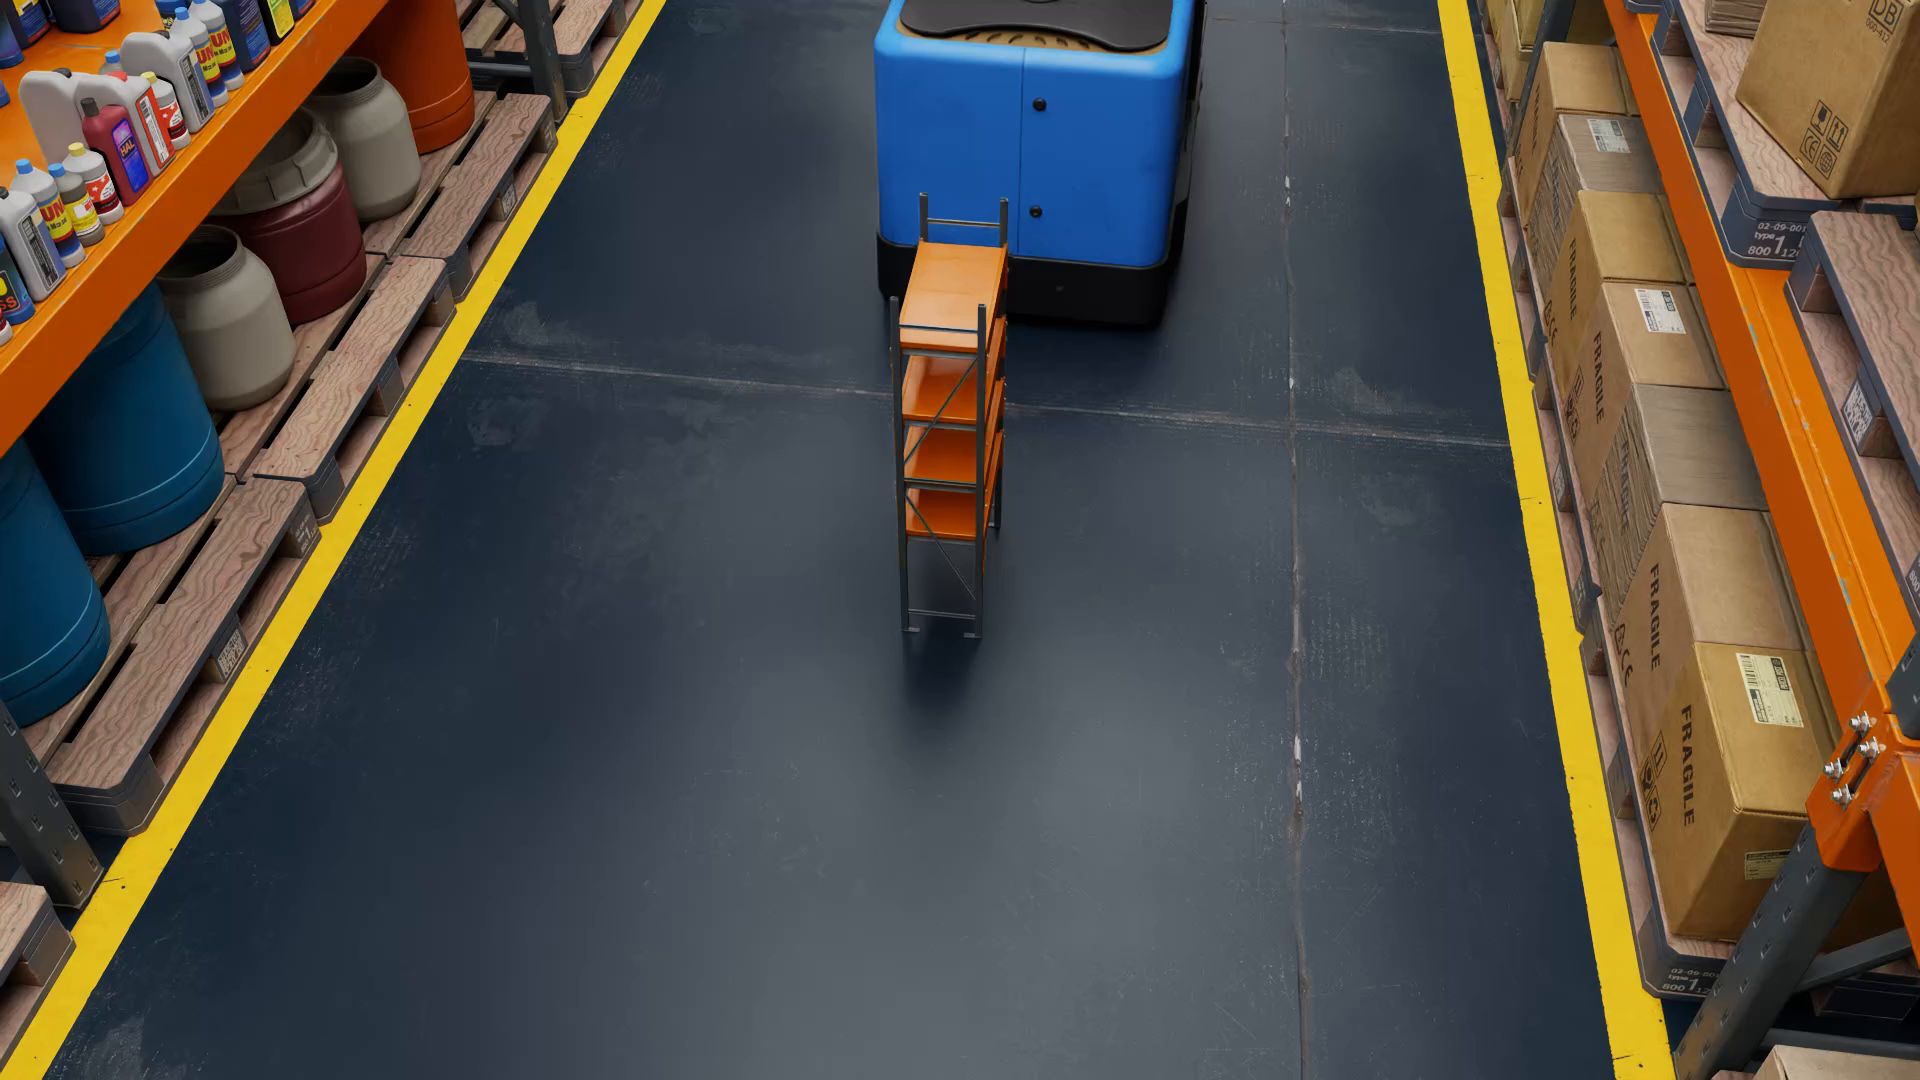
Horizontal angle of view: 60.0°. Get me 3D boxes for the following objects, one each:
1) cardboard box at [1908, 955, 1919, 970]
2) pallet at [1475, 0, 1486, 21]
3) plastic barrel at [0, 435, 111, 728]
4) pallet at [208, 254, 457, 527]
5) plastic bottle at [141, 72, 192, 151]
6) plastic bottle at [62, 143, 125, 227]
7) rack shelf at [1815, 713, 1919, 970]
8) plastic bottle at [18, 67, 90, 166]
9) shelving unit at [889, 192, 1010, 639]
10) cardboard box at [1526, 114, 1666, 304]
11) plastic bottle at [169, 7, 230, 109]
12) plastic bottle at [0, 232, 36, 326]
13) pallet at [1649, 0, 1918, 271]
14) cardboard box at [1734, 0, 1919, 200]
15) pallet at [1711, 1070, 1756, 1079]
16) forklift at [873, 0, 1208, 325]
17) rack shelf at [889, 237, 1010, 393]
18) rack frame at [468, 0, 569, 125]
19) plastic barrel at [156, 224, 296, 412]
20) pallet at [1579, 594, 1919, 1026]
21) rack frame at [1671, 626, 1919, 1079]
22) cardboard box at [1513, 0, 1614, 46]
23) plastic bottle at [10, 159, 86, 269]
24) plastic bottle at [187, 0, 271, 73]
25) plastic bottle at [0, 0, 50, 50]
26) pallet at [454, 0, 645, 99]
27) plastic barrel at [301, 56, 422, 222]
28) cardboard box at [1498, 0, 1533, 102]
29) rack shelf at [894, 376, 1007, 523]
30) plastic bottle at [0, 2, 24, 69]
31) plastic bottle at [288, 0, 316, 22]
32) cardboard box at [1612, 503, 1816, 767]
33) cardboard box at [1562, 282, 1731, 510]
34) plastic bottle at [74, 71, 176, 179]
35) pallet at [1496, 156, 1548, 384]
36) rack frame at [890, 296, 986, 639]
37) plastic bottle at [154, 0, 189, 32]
[{"bbox_3d":[2.485,0.665,3.864,0.500,0.500,0.500,3,44,4],"label":"cardboard box"},{"bbox_3d":[3.019,-2.875,8.133,1.003,0.211,1.213,5,44,6],"label":"pallet"},{"bbox_3d":[-2.641,0.012,4.276,0.600,0.901,0.708,5,44,6],"label":"plastic barrel"},{"bbox_3d":[-2.428,-0.571,5.700,1.003,0.211,1.213,5,44,6],"label":"pallet"},{"bbox_3d":[-2.126,-1.144,4.421,0.097,0.201,0.097,0,43,0],"label":"plastic bottle"},{"bbox_3d":[-2.175,-0.895,4.158,0.097,0.201,0.097,0,43,0],"label":"plastic bottle"},{"bbox_3d":[1.915,1.849,1.639,1.077,0.370,4.000,5,44,6],"label":"rack shelf"},{"bbox_3d":[-2.320,-1.109,4.330,0.152,0.276,0.135,5,44,6],"label":"plastic bottle"},{"bbox_3d":[-0.022,-0.323,4.718,0.258,1.200,0.503,5,44,6],"label":"shelving unit"},{"bbox_3d":[2.301,-1.112,5.741,0.500,0.500,0.500,4,44,4],"label":"cardboard box"},{"bbox_3d":[-2.096,-1.328,4.564,0.097,0.271,0.097,0,43,0],"label":"plastic bottle"},{"bbox_3d":[-2.231,-0.630,3.827,0.097,0.271,0.097,0,43,0],"label":"plastic bottle"},{"bbox_3d":[2.456,-1.106,4.376,1.003,0.211,1.213,5,44,6],"label":"pallet"},{"bbox_3d":[2.352,-1.174,3.930,0.700,0.500,0.500,-5,44,-5],"label":"cardboard box"},{"bbox_3d":[2.088,1.705,3.296,1.003,0.211,1.213,5,44,6],"label":"pallet"},{"bbox_3d":[0.454,-2.857,6.136,1.130,2.935,3.031,7,44,7],"label":"forklift"},{"bbox_3d":[-0.022,-0.608,4.448,0.258,0.148,0.480,5,44,6],"label":"rack shelf"},{"bbox_3d":[-2.201,-2.954,6.188,1.000,3.000,0.127,5,44,6],"label":"rack frame"},{"bbox_3d":[-2.384,-0.706,5.318,0.421,0.512,0.421,0,43,0],"label":"plastic barrel"},{"bbox_3d":[2.249,0.680,4.379,1.003,0.211,1.213,5,44,6],"label":"pallet"},{"bbox_3d":[2.179,0.225,2.831,1.000,3.000,0.127,5,44,6],"label":"rack frame"},{"bbox_3d":[2.533,-2.238,6.719,0.500,0.311,0.500,6,44,7],"label":"cardboard box"},{"bbox_3d":[-2.200,-0.788,3.994,0.097,0.271,0.097,0,43,0],"label":"plastic bottle"},{"bbox_3d":[-2.087,-1.521,4.711,0.144,0.351,0.185,5,44,6],"label":"plastic bottle"},{"bbox_3d":[-2.787,-1.617,4.812,0.144,0.351,0.185,5,44,6],"label":"plastic bottle"},{"bbox_3d":[-2.060,-2.466,7.701,1.003,0.211,1.213,5,44,6],"label":"pallet"},{"bbox_3d":[-2.235,-1.475,6.131,0.421,0.512,0.421,0,43,0],"label":"plastic barrel"},{"bbox_3d":[2.536,-2.036,6.913,0.500,0.250,0.500,6,44,7],"label":"cardboard box"},{"bbox_3d":[-0.022,-0.274,4.765,0.258,0.148,0.480,5,44,6],"label":"rack shelf"},{"bbox_3d":[-2.769,-1.489,4.734,0.097,0.271,0.097,0,43,0],"label":"plastic bottle"},{"bbox_3d":[-2.045,-1.738,4.940,0.144,0.351,0.185,5,44,6],"label":"plastic bottle"},{"bbox_3d":[2.034,0.274,4.277,0.500,0.500,0.500,5,44,6],"label":"cardboard box"},{"bbox_3d":[2.166,-0.414,5.004,0.500,0.500,0.500,4,44,4],"label":"cardboard box"},{"bbox_3d":[-2.169,-1.095,4.315,0.152,0.276,0.135,5,44,6],"label":"plastic bottle"},{"bbox_3d":[2.572,-0.983,6.135,1.003,0.211,1.213,5,44,6],"label":"pallet"},{"bbox_3d":[-0.054,-0.157,4.543,0.240,1.200,0.015,5,44,6],"label":"rack frame"},{"bbox_3d":[-2.213,-1.474,4.718,0.097,0.271,0.097,0,43,0],"label":"plastic bottle"}]
